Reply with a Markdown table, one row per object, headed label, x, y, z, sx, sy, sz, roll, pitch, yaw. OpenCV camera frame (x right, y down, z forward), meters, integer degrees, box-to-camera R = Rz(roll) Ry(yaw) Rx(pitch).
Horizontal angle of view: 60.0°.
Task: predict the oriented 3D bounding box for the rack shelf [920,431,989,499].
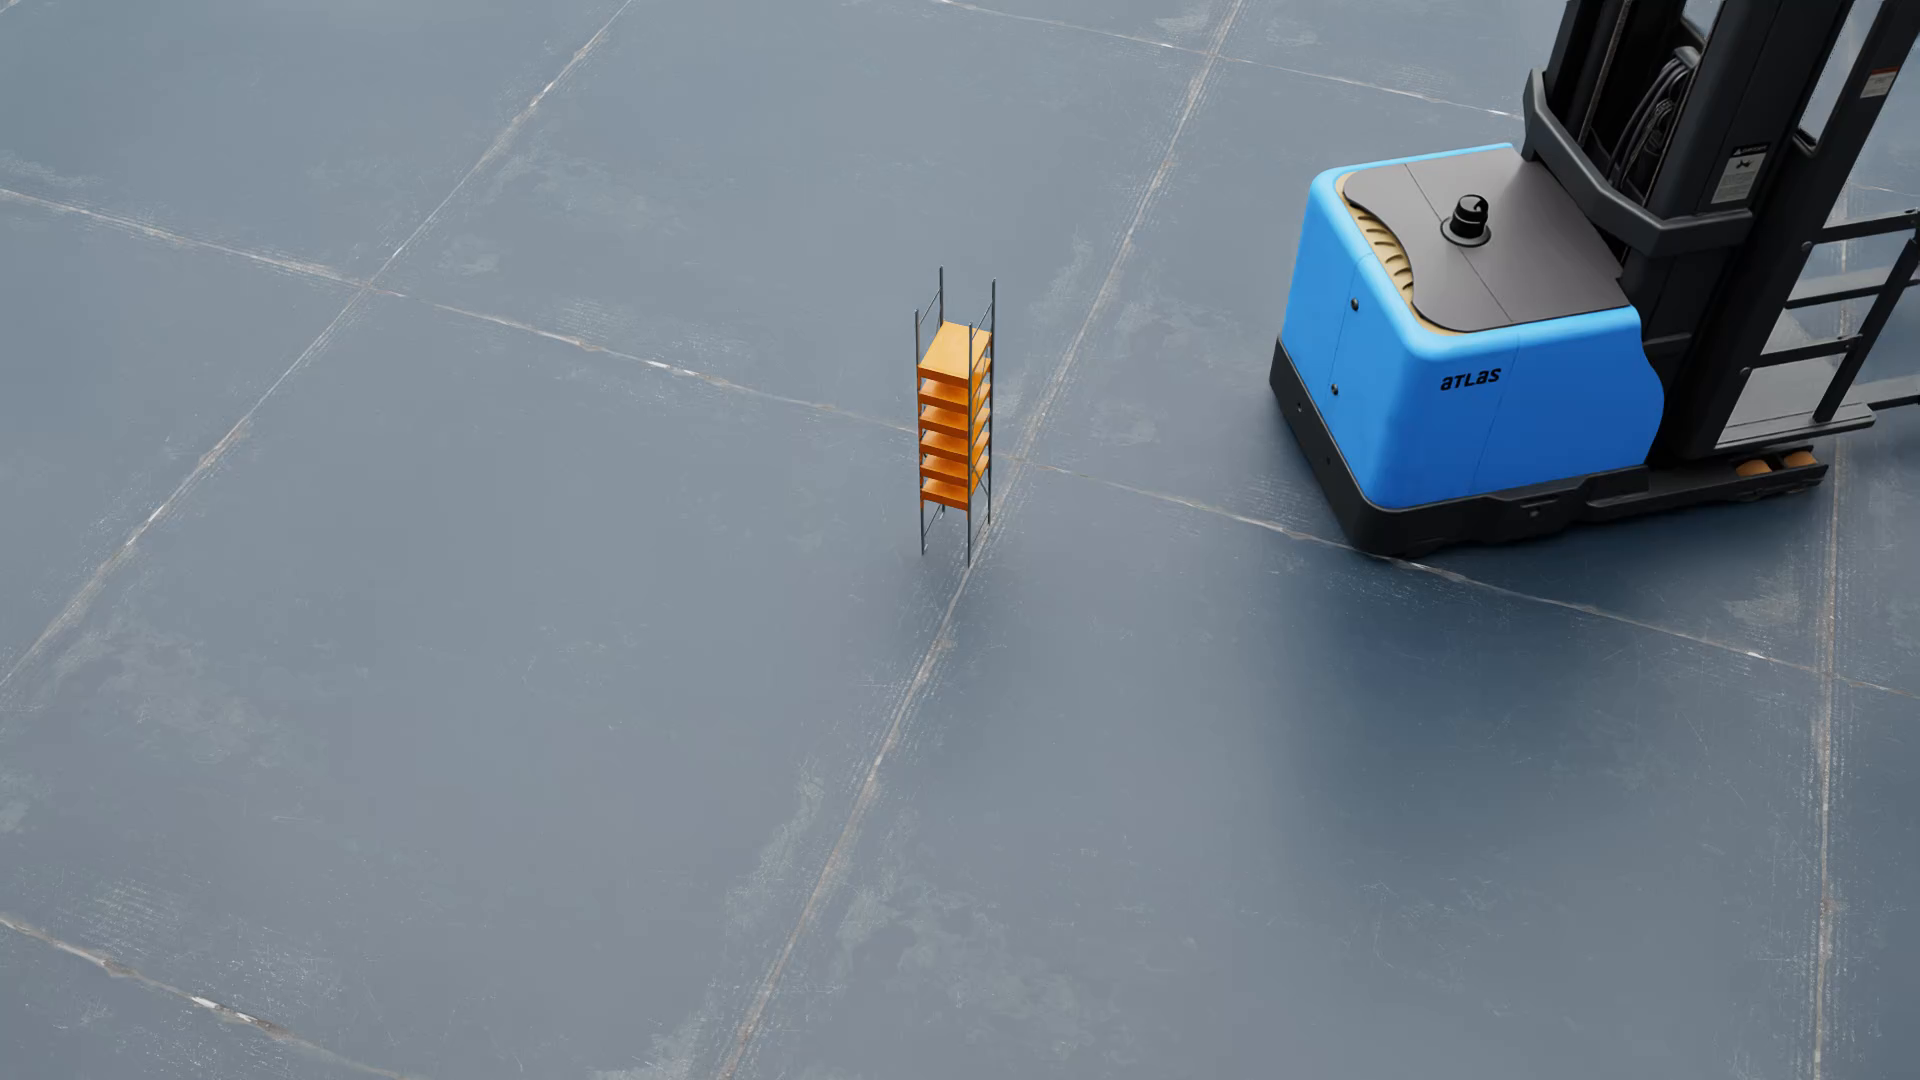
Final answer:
| label | x | y | z | sx | sy | sz | roll | pitch | yaw |
| --- | --- | --- | --- | --- | --- | --- | --- | --- | --- |
| rack shelf | -0.014 | -0.289 | 5.924 | 0.180 | 0.103 | 0.258 | 16 | 51 | 13 |

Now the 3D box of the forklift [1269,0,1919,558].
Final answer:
| label | x | y | z | sx | sy | sz | roll | pitch | yaw |
| --- | --- | --- | --- | --- | --- | --- | --- | --- | --- |
| forklift | 2.820 | -1.488 | 5.600 | 3.031 | 2.935 | 1.130 | -10 | 50 | -9 |

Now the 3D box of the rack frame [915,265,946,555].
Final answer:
| label | x | y | z | sx | sy | sz | roll | pitch | yaw |
| --- | --- | --- | --- | --- | --- | --- | --- | --- | --- |
| rack frame | -0.099 | -0.421 | 5.821 | 0.006 | 1.200 | 0.240 | 16 | 51 | 13 |

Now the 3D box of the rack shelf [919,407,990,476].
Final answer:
| label | x | y | z | sx | sy | sz | roll | pitch | yaw |
| --- | --- | --- | --- | --- | --- | --- | --- | --- | --- |
| rack shelf | -0.014 | -0.368 | 5.833 | 0.180 | 0.103 | 0.258 | 16 | 51 | 13 |

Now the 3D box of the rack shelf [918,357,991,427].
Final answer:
| label | x | y | z | sx | sy | sz | roll | pitch | yaw |
| --- | --- | --- | --- | --- | --- | --- | --- | --- | --- |
| rack shelf | -0.014 | -0.525 | 5.652 | 0.180 | 0.103 | 0.258 | 16 | 51 | 13 |

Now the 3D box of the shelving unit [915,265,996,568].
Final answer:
| label | x | y | z | sx | sy | sz | roll | pitch | yaw |
| --- | --- | --- | --- | --- | --- | --- | --- | --- | --- |
| shelving unit | -0.014 | -0.397 | 5.800 | 0.189 | 1.200 | 0.258 | 16 | 51 | 13 |

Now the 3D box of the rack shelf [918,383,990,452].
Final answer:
| label | x | y | z | sx | sy | sz | roll | pitch | yaw |
| --- | --- | --- | --- | --- | --- | --- | --- | --- | --- |
| rack shelf | -0.014 | -0.446 | 5.743 | 0.180 | 0.103 | 0.258 | 16 | 51 | 13 |

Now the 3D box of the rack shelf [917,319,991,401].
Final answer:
| label | x | y | z | sx | sy | sz | roll | pitch | yaw |
| --- | --- | --- | --- | --- | --- | --- | --- | --- | --- |
| rack shelf | -0.014 | -0.603 | 5.561 | 0.180 | 0.103 | 0.258 | 16 | 51 | 13 |

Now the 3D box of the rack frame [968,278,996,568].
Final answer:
| label | x | y | z | sx | sy | sz | roll | pitch | yaw |
| --- | --- | --- | --- | --- | --- | --- | --- | --- | --- |
| rack frame | 0.072 | -0.373 | 5.779 | 0.006 | 1.200 | 0.240 | 16 | 51 | 13 |

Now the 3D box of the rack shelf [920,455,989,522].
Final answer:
| label | x | y | z | sx | sy | sz | roll | pitch | yaw |
| --- | --- | --- | --- | --- | --- | --- | --- | --- | --- |
| rack shelf | -0.014 | -0.210 | 6.015 | 0.180 | 0.103 | 0.258 | 16 | 51 | 13 |
